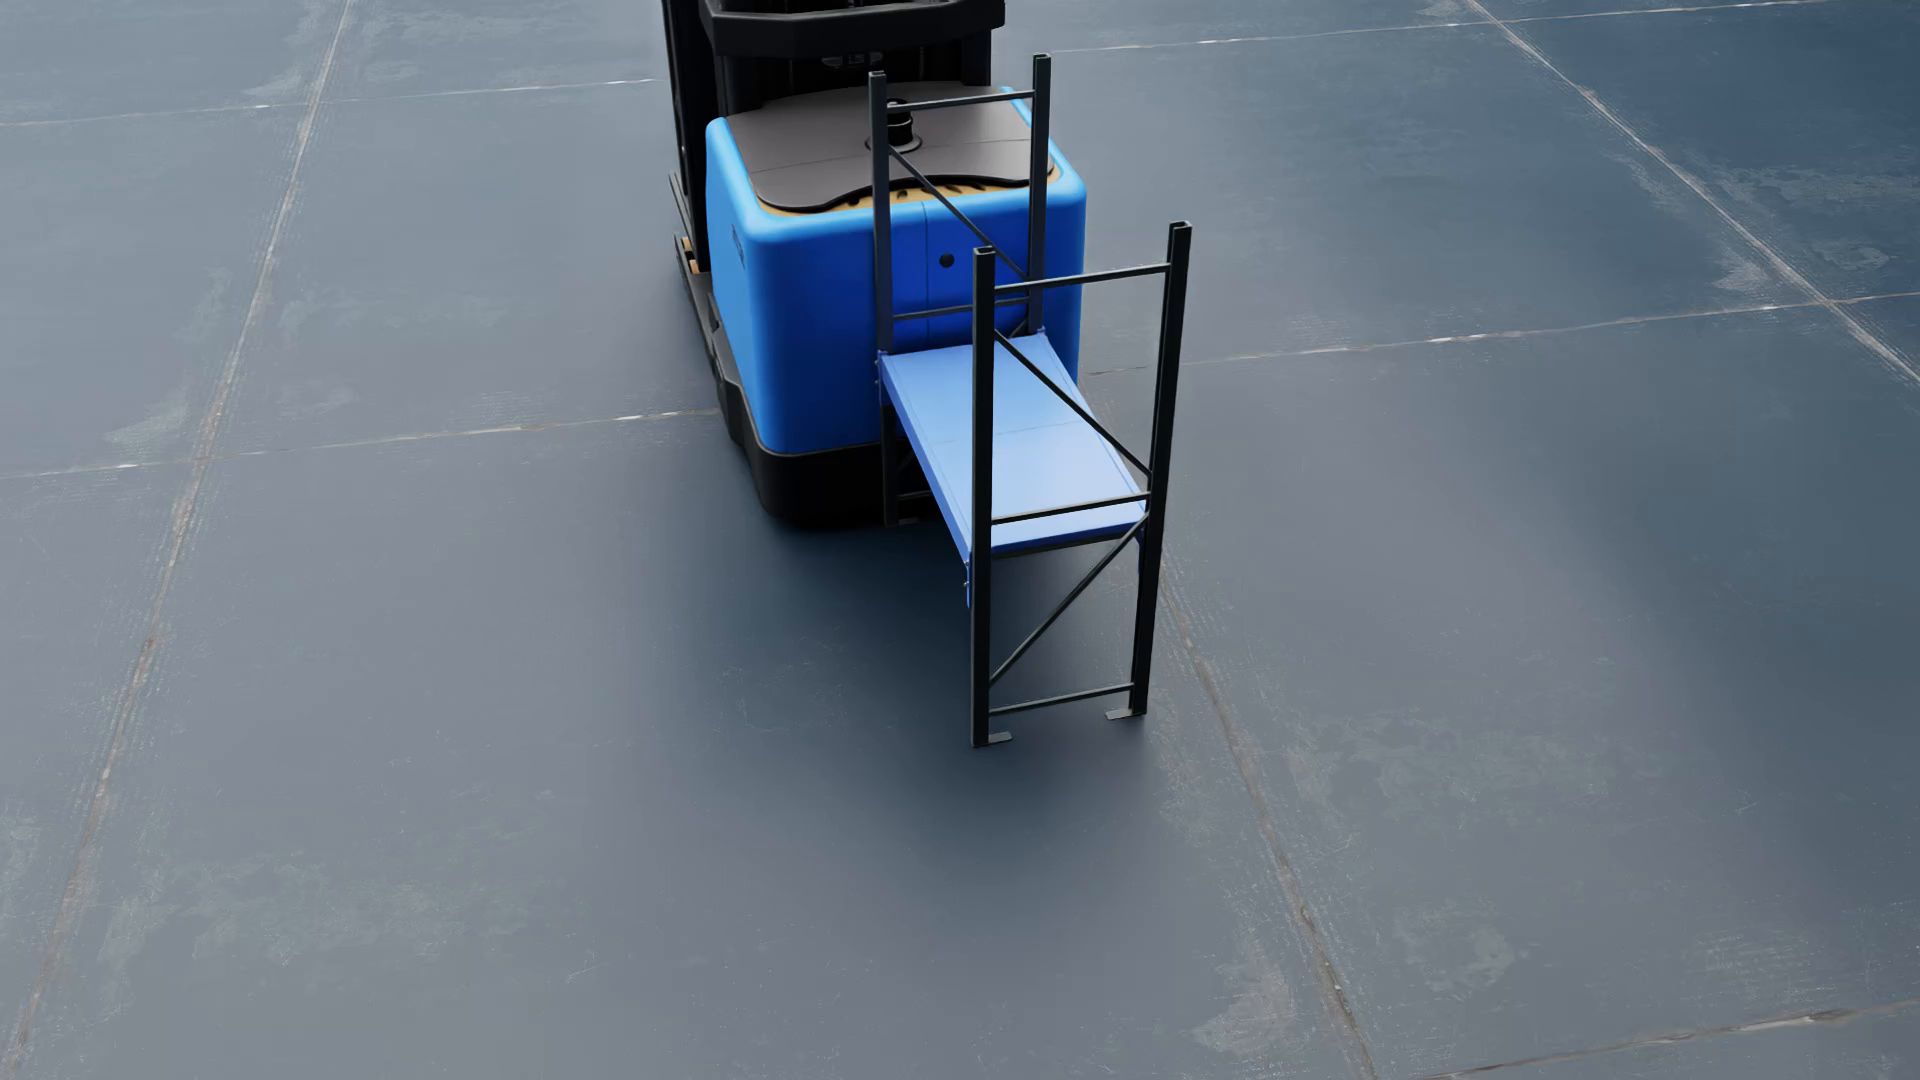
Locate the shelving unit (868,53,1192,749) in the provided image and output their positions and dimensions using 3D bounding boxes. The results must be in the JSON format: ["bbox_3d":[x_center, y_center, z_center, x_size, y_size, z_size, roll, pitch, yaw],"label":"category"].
[{"bbox_3d":[0.137,-0.376,4.511,0.538,1.500,1.048,-10,39,-12],"label":"shelving unit"}]

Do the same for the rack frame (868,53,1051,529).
[{"bbox_3d":[0.002,-0.676,4.898,0.500,1.500,0.032,-10,39,-12],"label":"rack frame"}]

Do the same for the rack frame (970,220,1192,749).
[{"bbox_3d":[0.273,-0.075,4.125,0.500,1.500,0.032,-10,39,-12],"label":"rack frame"}]

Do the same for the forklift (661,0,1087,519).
[{"bbox_3d":[-0.496,-2.132,5.605,1.130,2.935,3.031,-10,39,-12],"label":"forklift"}]

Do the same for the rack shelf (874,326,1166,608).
[{"bbox_3d":[0.137,-0.234,4.622,0.538,0.185,1.000,-10,39,-12],"label":"rack shelf"}]
